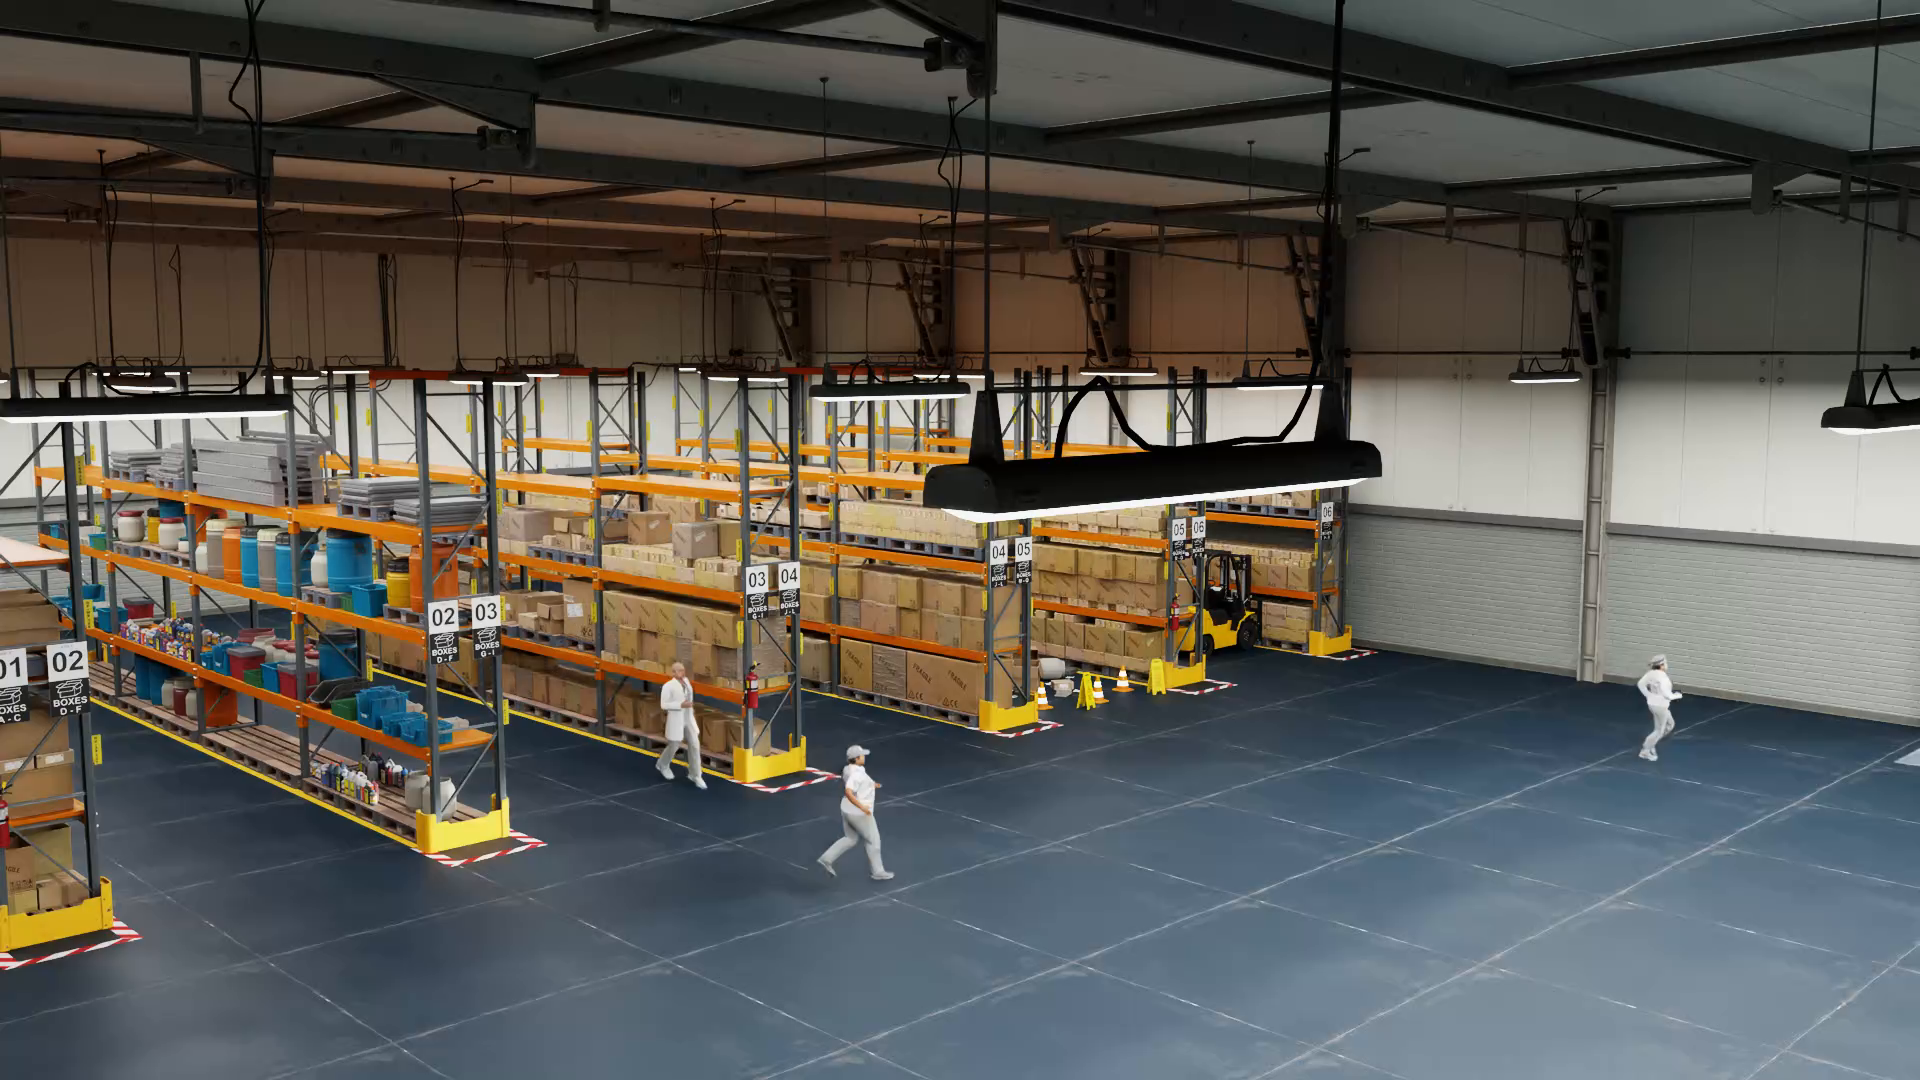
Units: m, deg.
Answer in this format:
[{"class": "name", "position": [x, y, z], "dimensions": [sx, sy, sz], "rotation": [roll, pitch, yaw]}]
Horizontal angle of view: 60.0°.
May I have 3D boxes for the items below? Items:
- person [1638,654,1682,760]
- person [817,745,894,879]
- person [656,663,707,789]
[{"class": "person", "position": [10.885, 2.580, 25.824], "dimensions": [0.619, 1.648, 0.590], "rotation": [0, 6, 3]}, {"class": "person", "position": [-1.230, 3.260, 19.858], "dimensions": [0.910, 1.644, 0.613], "rotation": [-3, 7, -23]}, {"class": "person", "position": [-4.124, 2.695, 24.355], "dimensions": [0.964, 1.831, 0.693], "rotation": [6, 9, 42]}]
